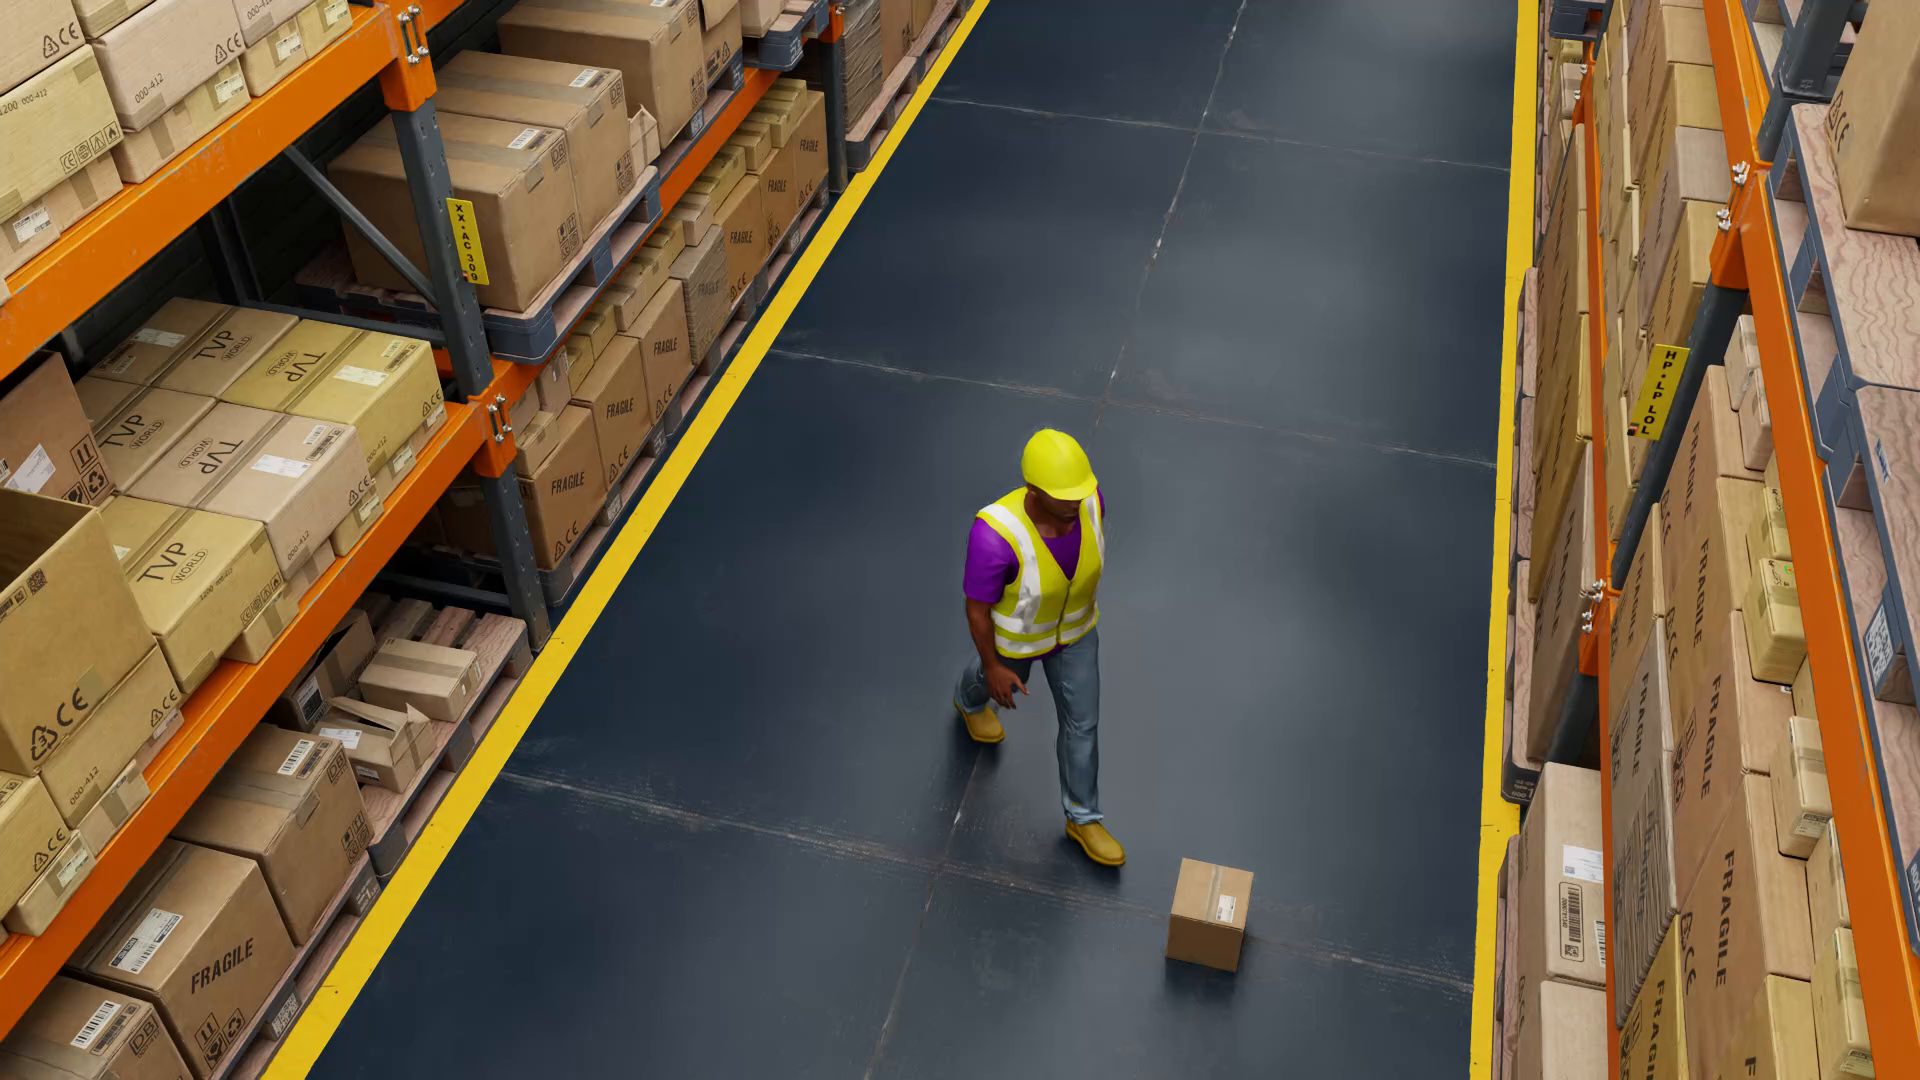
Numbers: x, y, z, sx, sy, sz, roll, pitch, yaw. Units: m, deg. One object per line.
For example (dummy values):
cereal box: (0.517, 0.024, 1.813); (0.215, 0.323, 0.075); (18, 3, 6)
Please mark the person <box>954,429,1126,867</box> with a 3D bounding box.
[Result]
person: (0.258, 0.310, 5.797); (0.555, 1.726, 1.028); (-17, 44, -19)
